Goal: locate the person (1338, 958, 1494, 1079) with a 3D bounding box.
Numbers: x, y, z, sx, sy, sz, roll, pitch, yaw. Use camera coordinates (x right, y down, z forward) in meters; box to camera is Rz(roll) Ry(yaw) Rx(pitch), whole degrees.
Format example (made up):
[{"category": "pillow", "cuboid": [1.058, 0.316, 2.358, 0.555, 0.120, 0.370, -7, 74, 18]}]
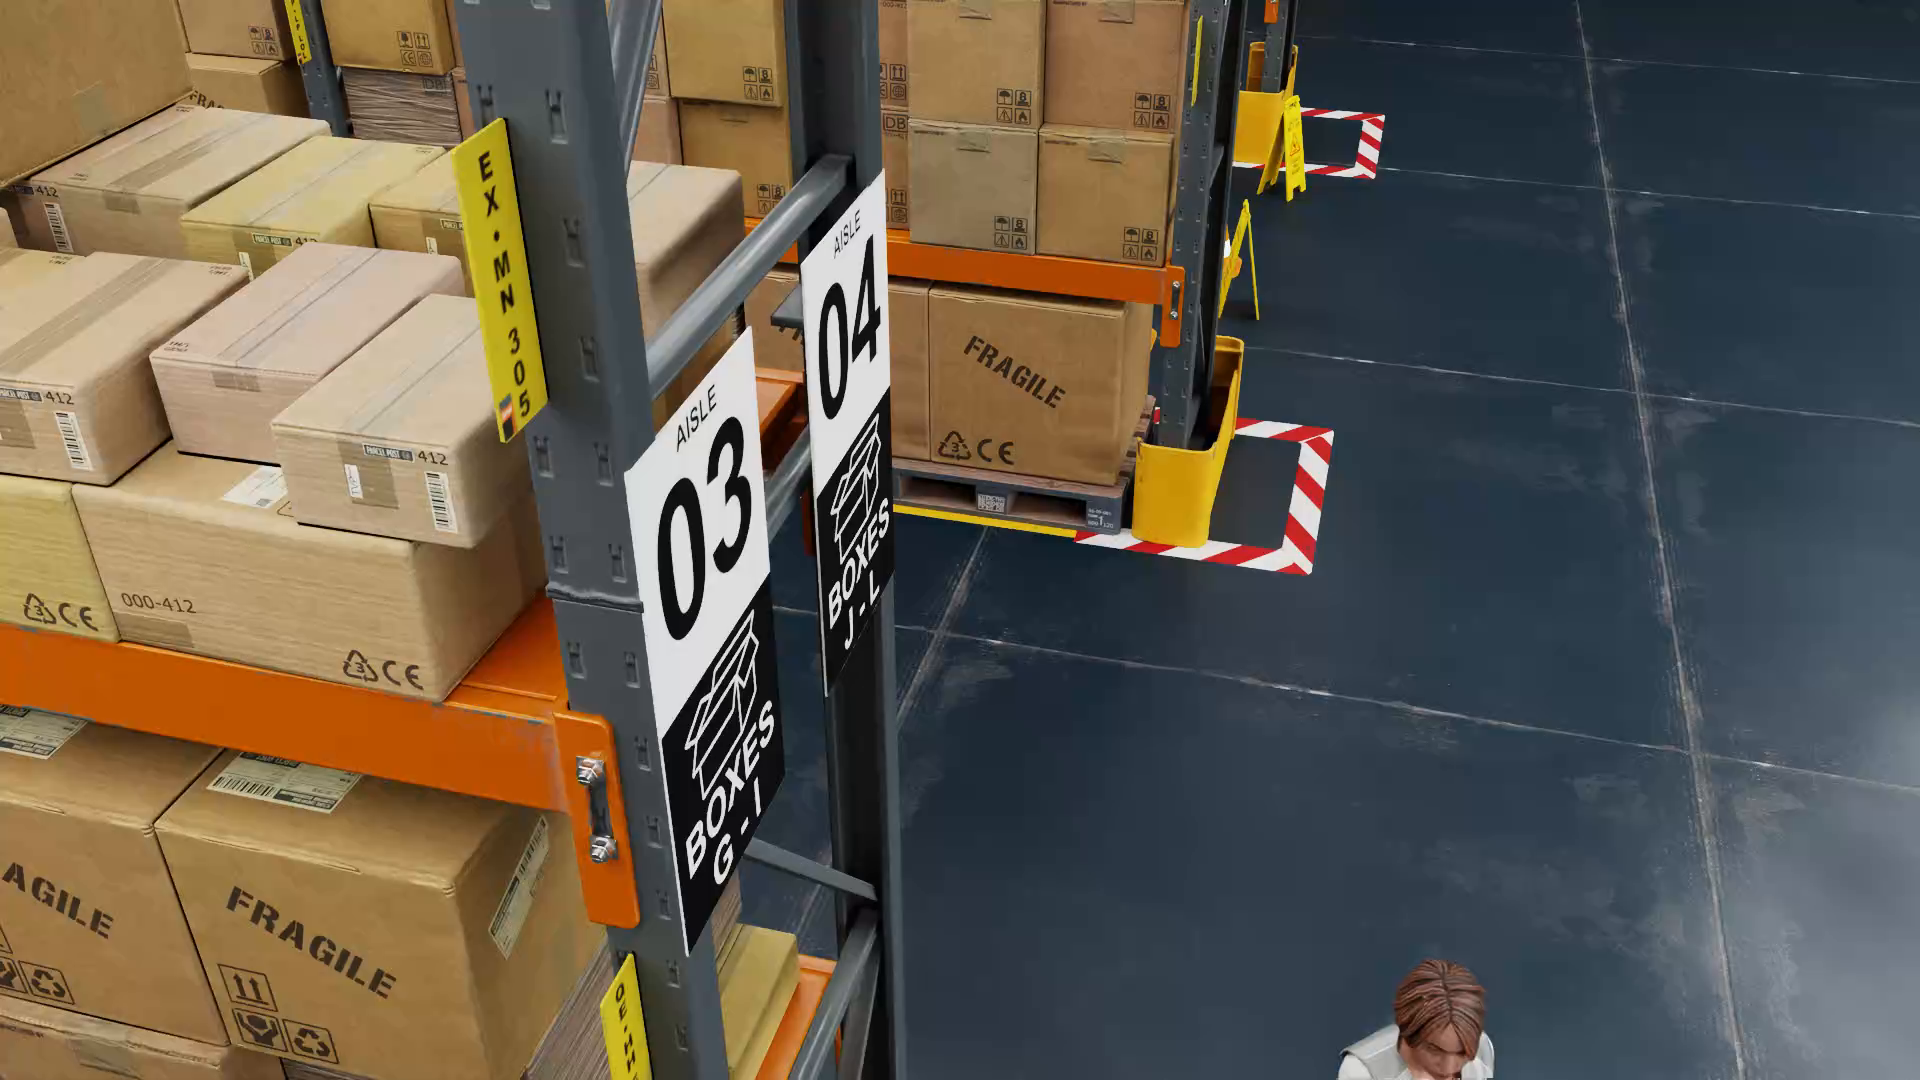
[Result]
[{"category": "person", "cuboid": [1.007, 1.483, 3.885, 0.466, 1.558, 0.775, -4, 33, -6]}]
